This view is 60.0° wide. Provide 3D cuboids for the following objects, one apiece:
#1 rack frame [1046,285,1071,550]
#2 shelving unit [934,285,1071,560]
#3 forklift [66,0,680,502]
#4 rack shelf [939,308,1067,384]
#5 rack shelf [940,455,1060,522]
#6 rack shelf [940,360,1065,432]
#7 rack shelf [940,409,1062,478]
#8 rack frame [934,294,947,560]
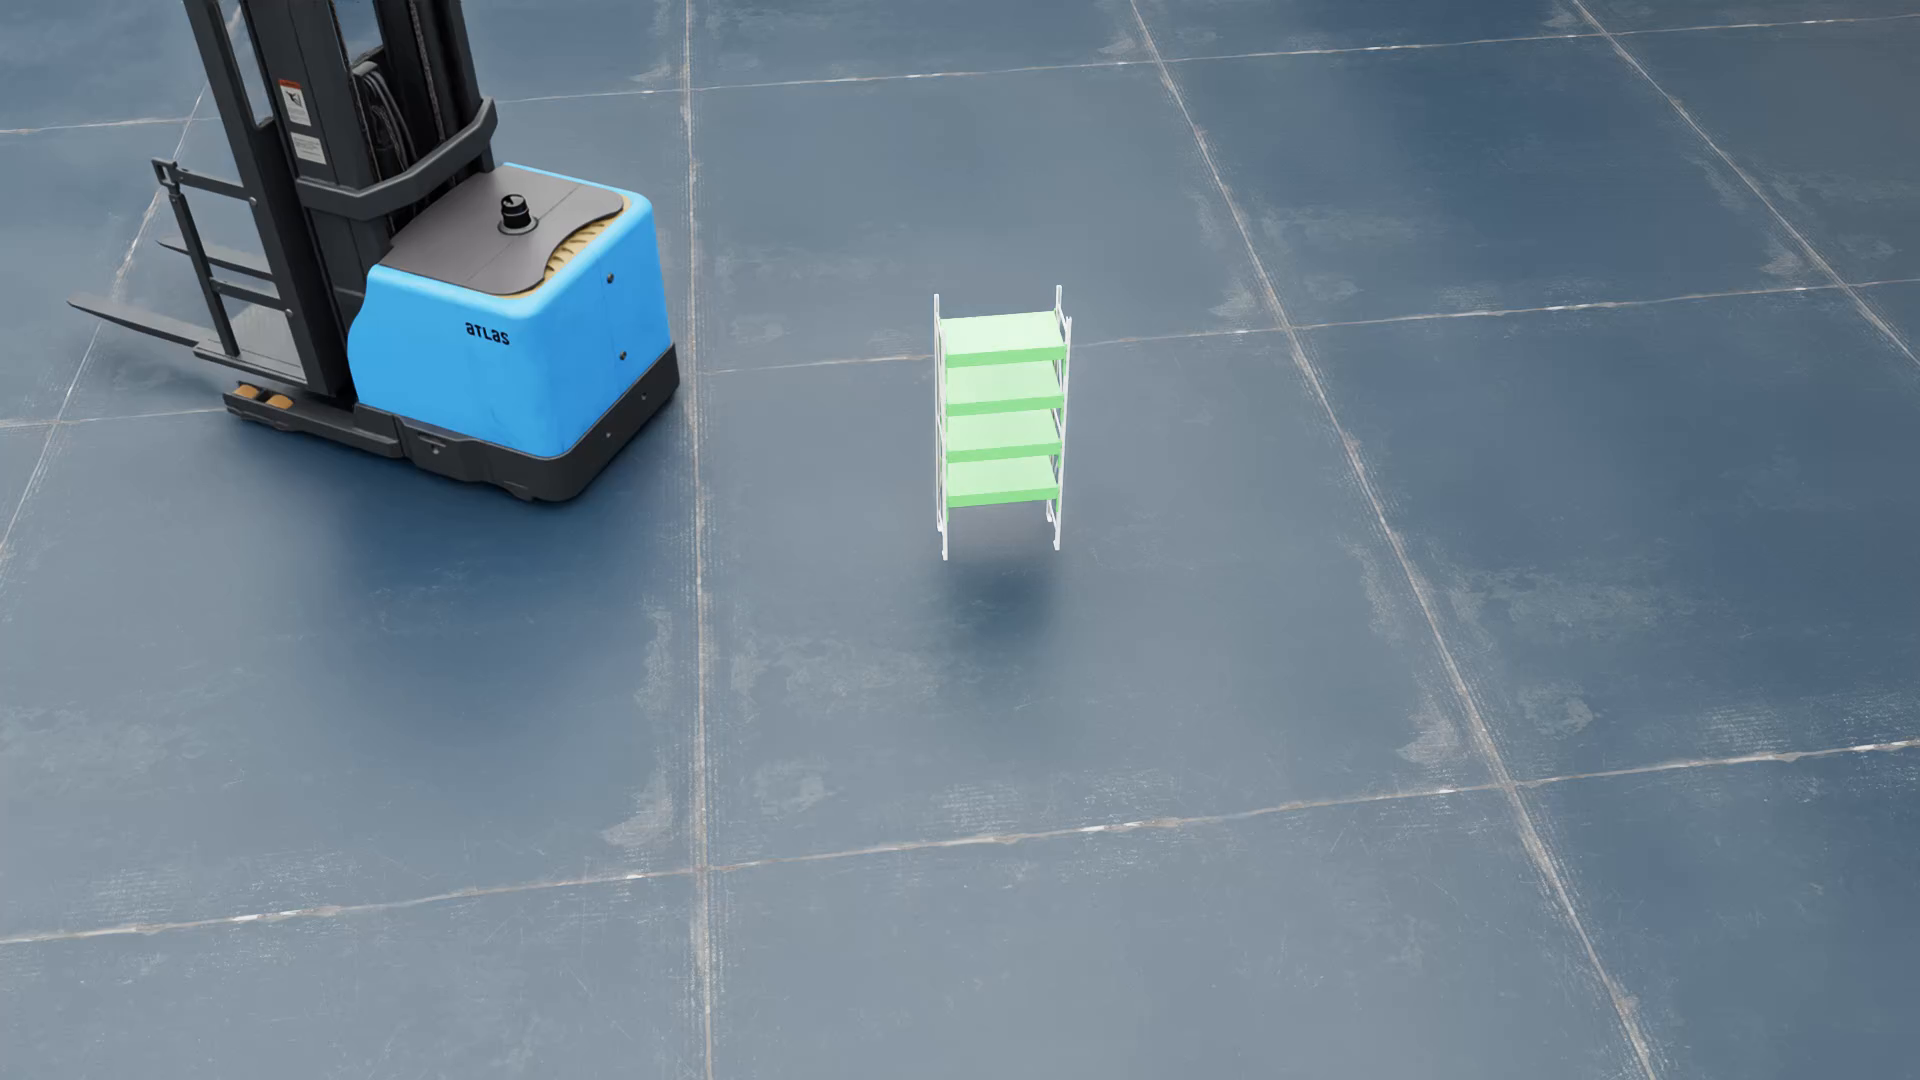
[{"bbox_3d":[0.406,-0.481,6.888,0.015,1.200,0.240,-5,42,-6],"label":"rack frame"},{"bbox_3d":[0.164,-0.460,6.864,0.503,1.200,0.258,-5,42,-6],"label":"shelving unit"},{"bbox_3d":[-2.908,-1.909,7.179,3.031,2.935,1.130,16,45,17],"label":"forklift"},{"bbox_3d":[0.164,-0.769,6.585,0.480,0.148,0.258,-5,42,-6],"label":"rack shelf"},{"bbox_3d":[0.164,-0.234,7.068,0.480,0.148,0.258,-5,42,-6],"label":"rack shelf"},{"bbox_3d":[0.164,-0.591,6.746,0.480,0.148,0.258,-5,42,-6],"label":"rack shelf"},{"bbox_3d":[0.164,-0.412,6.907,0.480,0.148,0.258,-5,42,-6],"label":"rack shelf"},{"bbox_3d":[-0.078,-0.439,6.841,0.015,1.200,0.240,-5,42,-6],"label":"rack frame"}]
